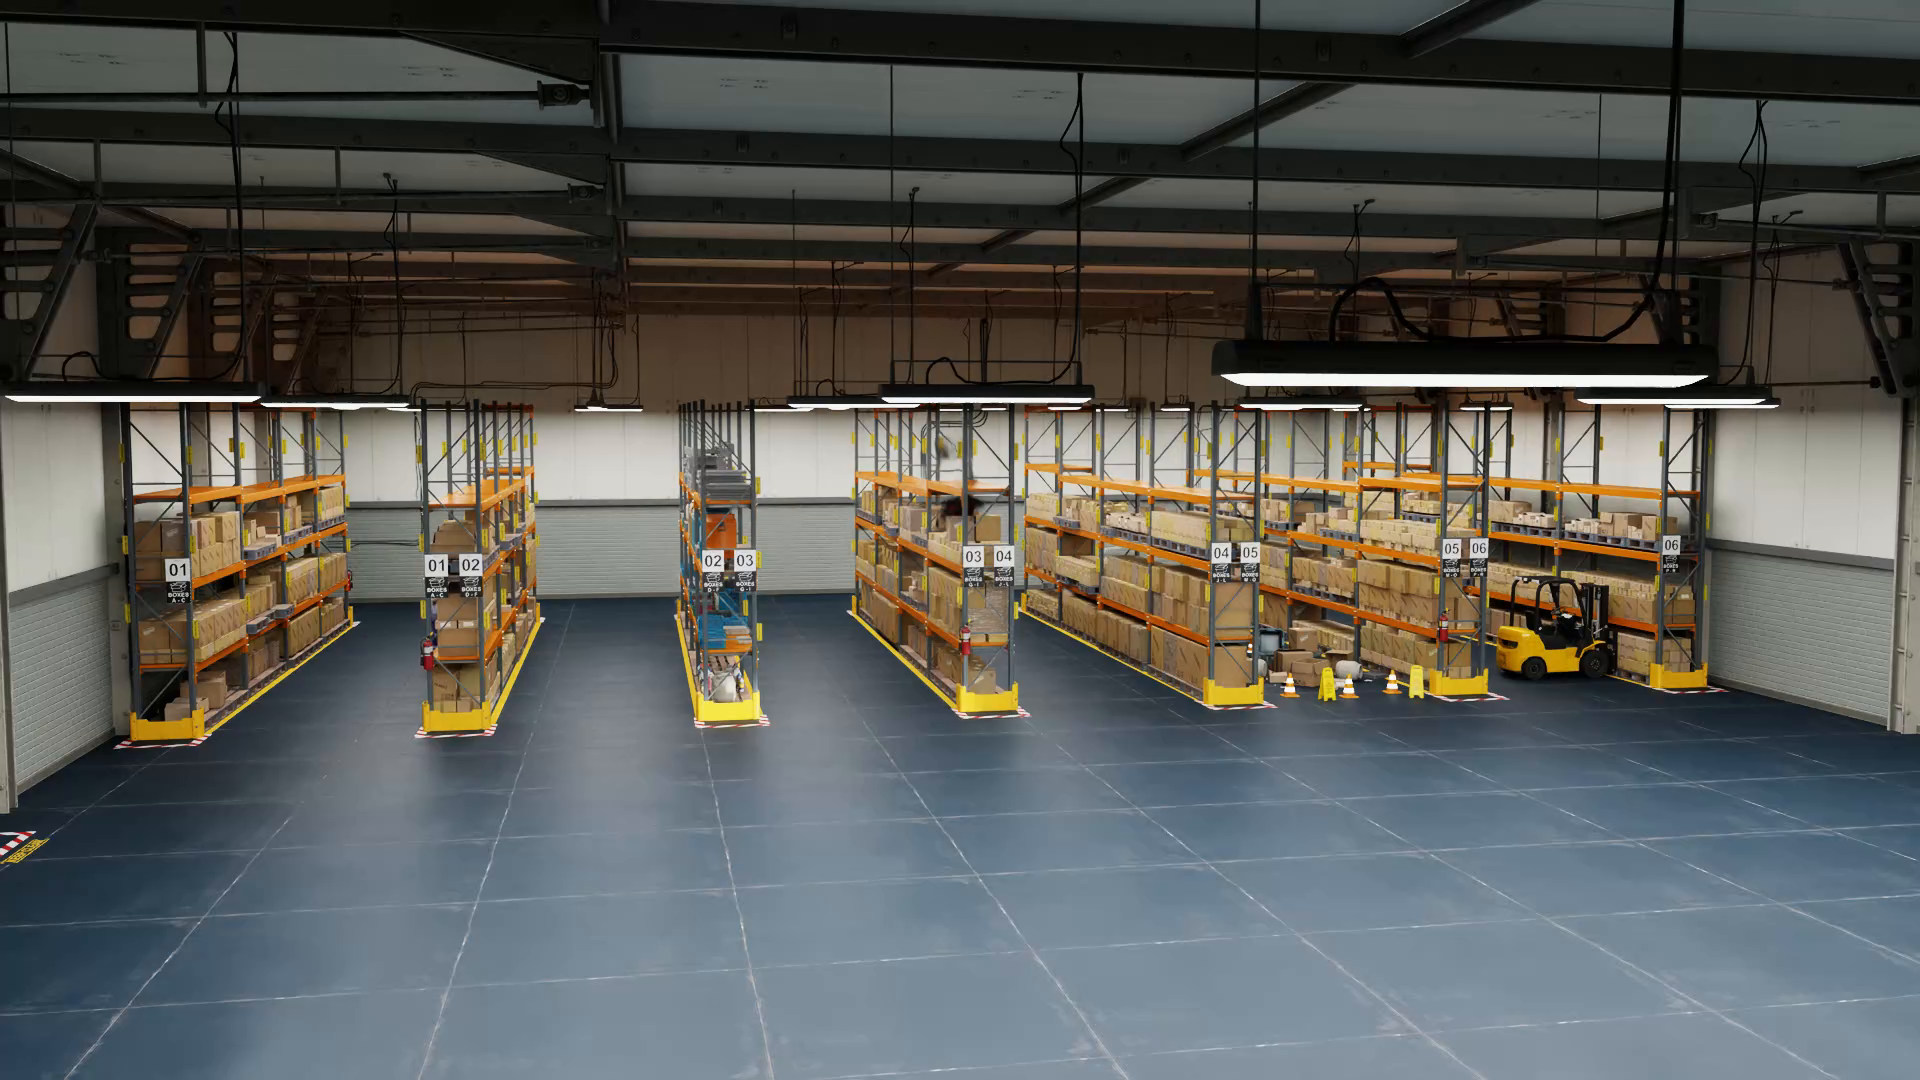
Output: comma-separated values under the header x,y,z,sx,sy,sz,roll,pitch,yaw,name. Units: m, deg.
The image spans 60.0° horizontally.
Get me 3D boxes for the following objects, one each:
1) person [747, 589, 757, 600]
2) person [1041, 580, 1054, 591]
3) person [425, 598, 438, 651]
x,y,z,sx,sy,sz,roll,pitch,yaw,name
-6.266,1.145,49.042,0.642,1.736,0.565,0,4,5,person
2.768,1.118,49.642,0.746,1.826,0.677,-1,4,-7,person
-12.287,2.008,38.994,0.572,1.594,0.713,0,4,-6,person
